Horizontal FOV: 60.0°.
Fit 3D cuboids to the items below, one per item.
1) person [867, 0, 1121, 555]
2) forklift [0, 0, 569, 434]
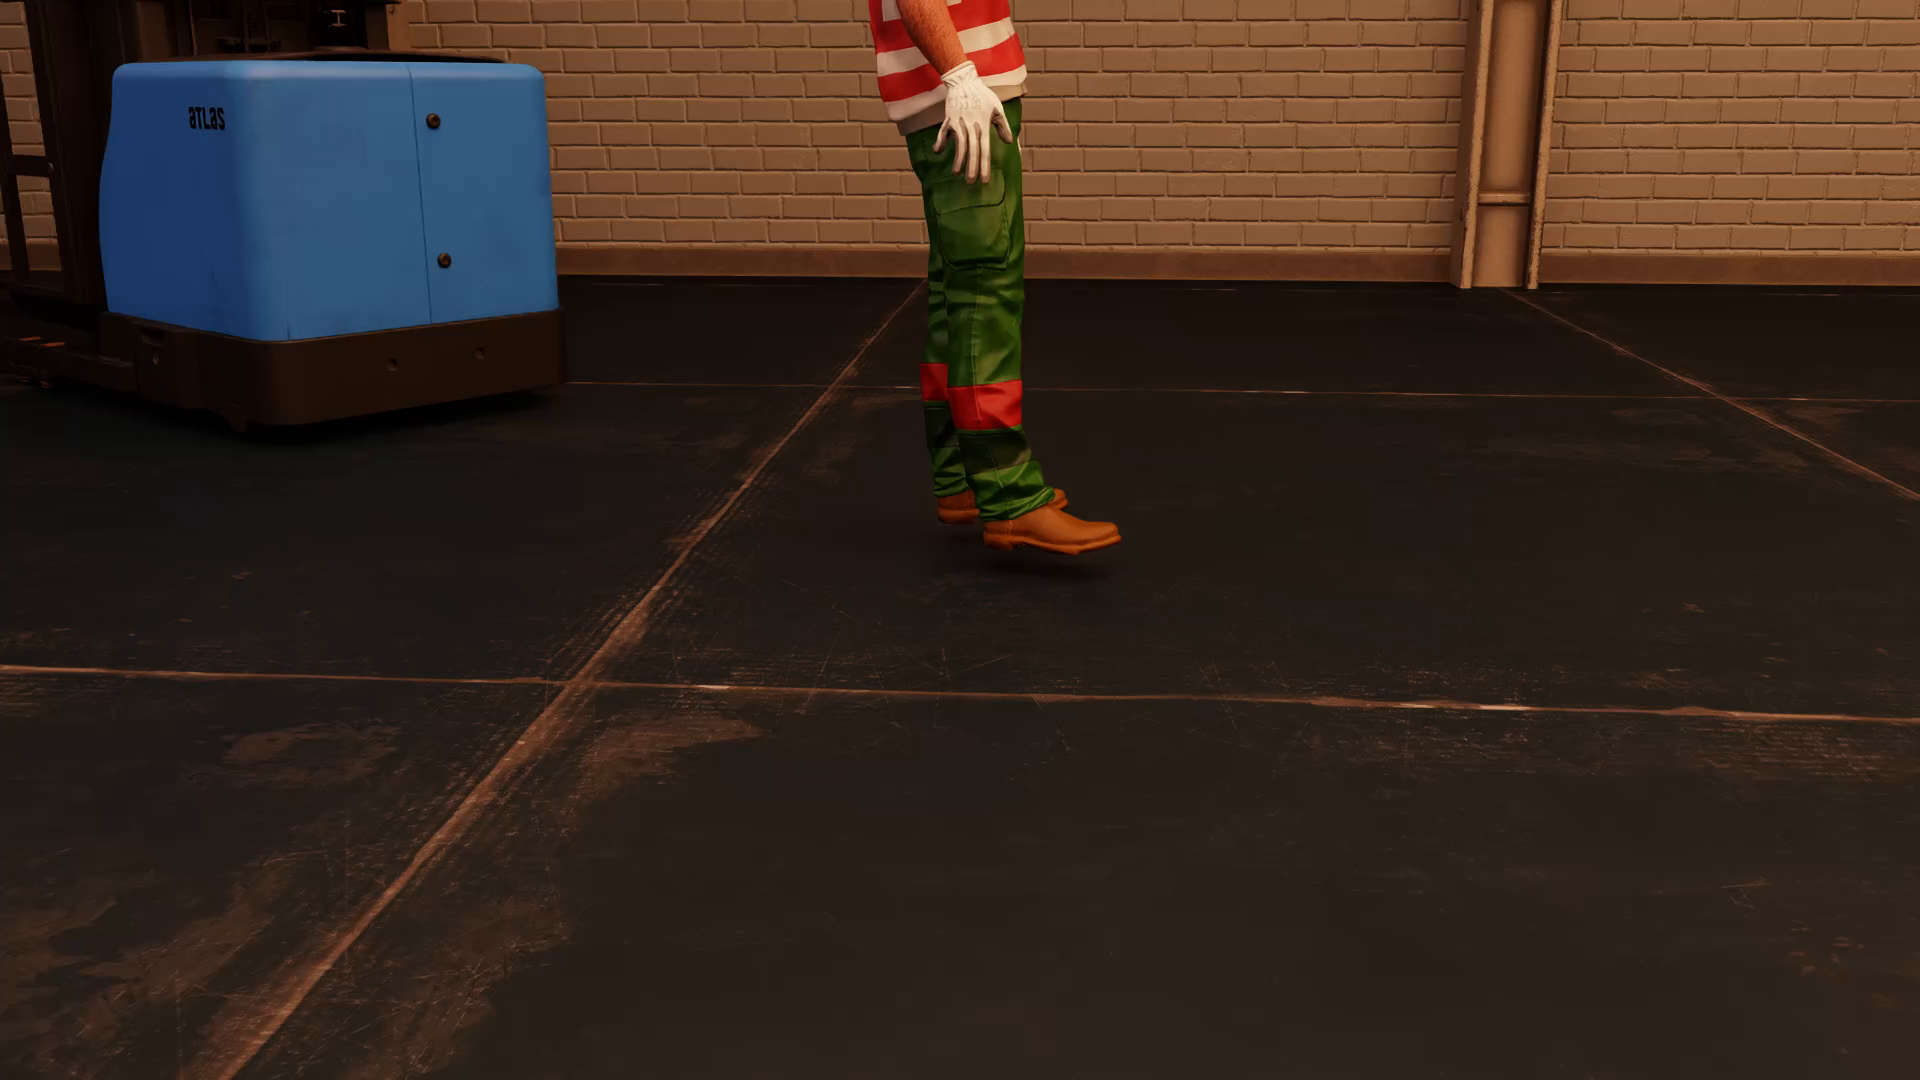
[{"bbox_3d":[0.079,-0.904,3.550,0.564,1.786,0.638,1,15,4],"label":"person"},{"bbox_3d":[-2.725,-2.022,5.667,3.031,2.935,1.130,13,20,39],"label":"forklift"}]
